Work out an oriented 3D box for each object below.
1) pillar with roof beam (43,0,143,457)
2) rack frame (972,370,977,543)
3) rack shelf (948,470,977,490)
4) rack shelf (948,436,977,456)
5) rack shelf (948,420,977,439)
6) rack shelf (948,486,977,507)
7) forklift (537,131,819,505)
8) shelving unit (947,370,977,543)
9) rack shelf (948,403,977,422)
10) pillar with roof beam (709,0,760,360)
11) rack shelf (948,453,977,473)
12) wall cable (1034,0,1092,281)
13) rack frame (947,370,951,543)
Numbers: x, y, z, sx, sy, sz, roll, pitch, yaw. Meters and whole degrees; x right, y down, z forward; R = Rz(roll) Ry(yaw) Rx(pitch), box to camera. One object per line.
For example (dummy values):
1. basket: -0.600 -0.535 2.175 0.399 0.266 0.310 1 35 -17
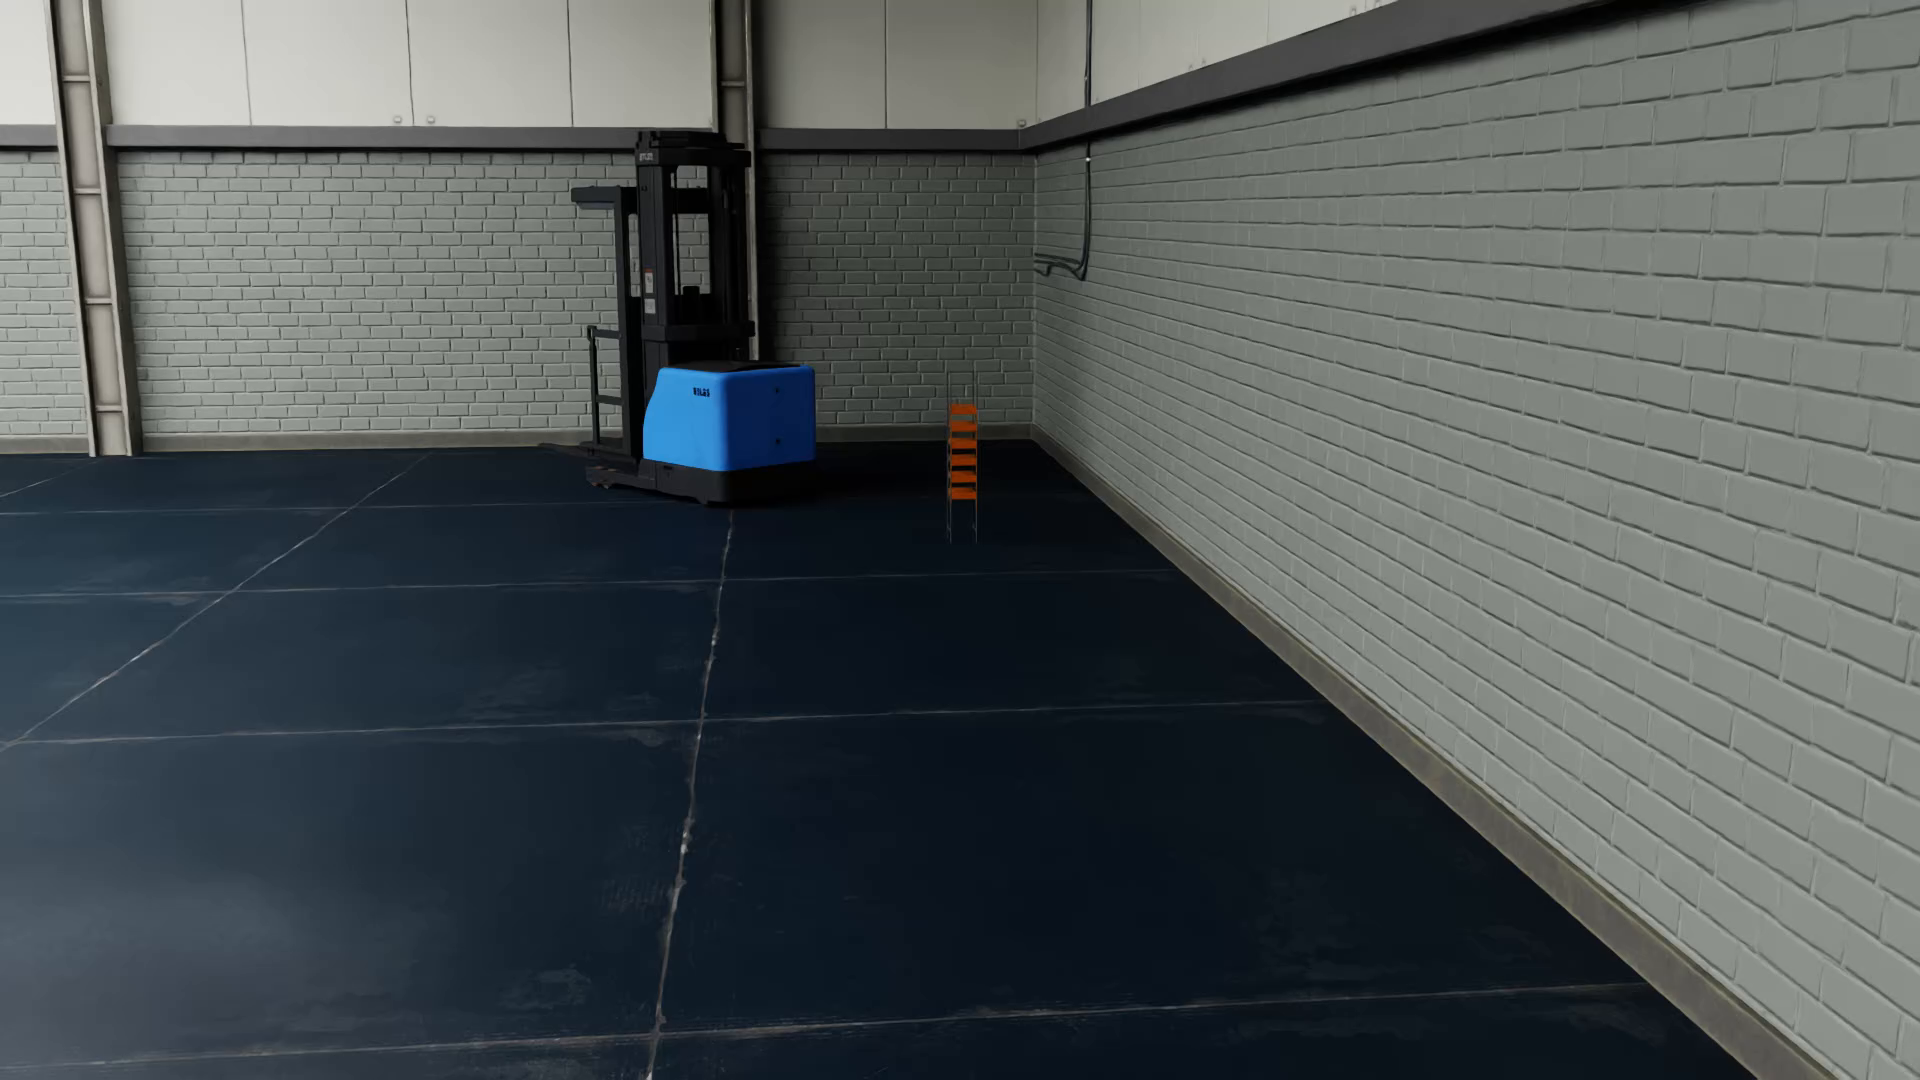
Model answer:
1. pillar with roof beam: -7.696 -4.422 11.035 0.400 9.000 9.100 -1 11 -6
2. rack frame: 0.105 -0.591 11.764 0.006 1.200 0.240 -1 11 -6
3. rack shelf: 0.014 -0.428 11.786 0.180 0.103 0.258 -1 11 -6
4. rack shelf: 0.014 -0.663 11.739 0.180 0.103 0.258 -1 11 -6
5. rack shelf: 0.014 -0.781 11.716 0.180 0.103 0.258 -1 11 -6
6. rack shelf: 0.014 -0.310 11.809 0.180 0.103 0.258 -1 11 -6
7. forklift: -2.557 -1.935 14.115 1.130 2.935 3.031 -11 15 -44
8. shelving unit: 0.014 -0.589 11.754 0.189 1.200 0.258 -1 11 -6
9. rack shelf: 0.014 -0.899 11.693 0.180 0.103 0.258 -1 11 -6
10. pillar with roof beam: -1.731 -4.547 11.671 0.400 9.000 9.100 -1 11 -6
11. rack shelf: 0.014 -0.545 11.762 0.180 0.103 0.258 -1 11 -6
12. wall cable: 0.875 -3.657 15.192 0.112 2.526 3.097 -1 11 -6
13. rack frame: -0.077 -0.587 11.744 0.006 1.200 0.240 -1 11 -6
